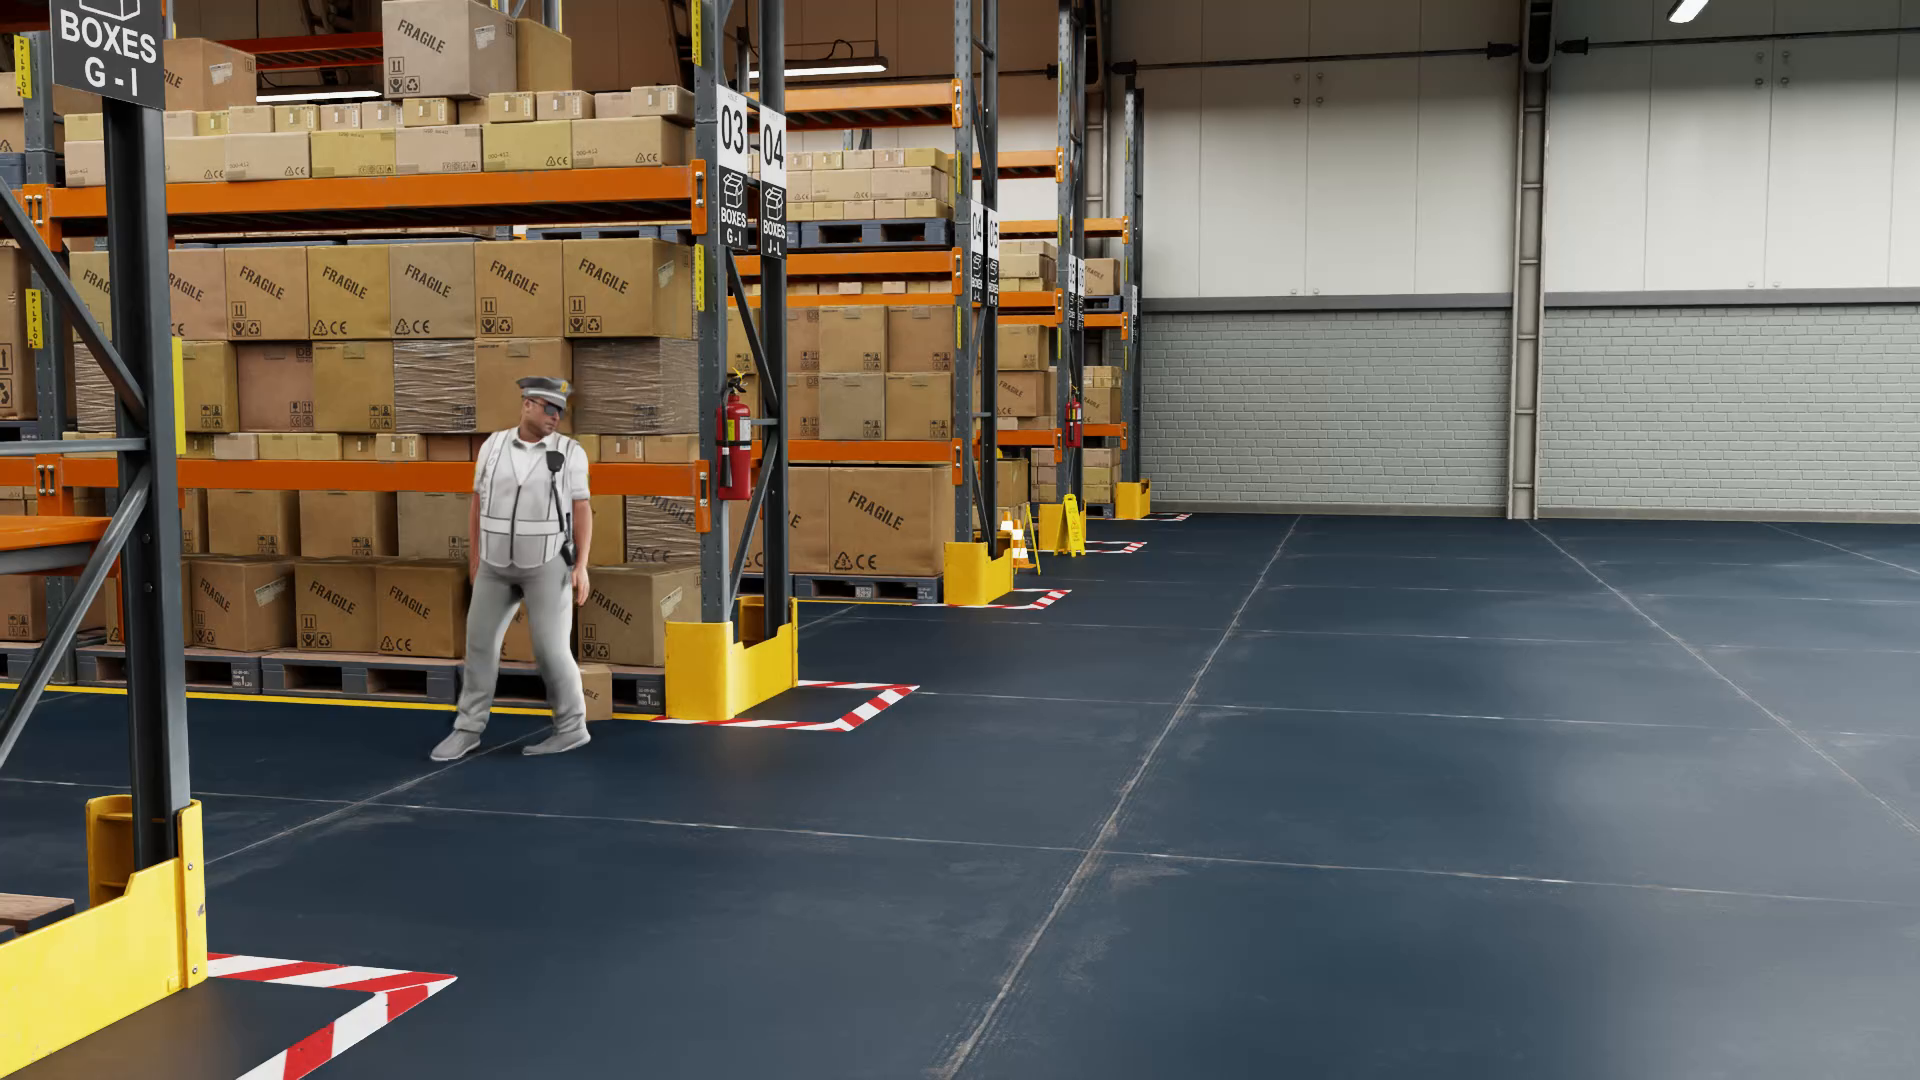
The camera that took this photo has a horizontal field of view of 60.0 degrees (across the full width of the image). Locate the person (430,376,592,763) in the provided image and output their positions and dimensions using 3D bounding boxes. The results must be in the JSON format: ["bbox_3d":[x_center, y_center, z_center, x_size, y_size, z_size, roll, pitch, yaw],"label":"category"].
[{"bbox_3d":[-2.048,0.136,7.627,0.693,1.766,0.487,0,5,4],"label":"person"}]
